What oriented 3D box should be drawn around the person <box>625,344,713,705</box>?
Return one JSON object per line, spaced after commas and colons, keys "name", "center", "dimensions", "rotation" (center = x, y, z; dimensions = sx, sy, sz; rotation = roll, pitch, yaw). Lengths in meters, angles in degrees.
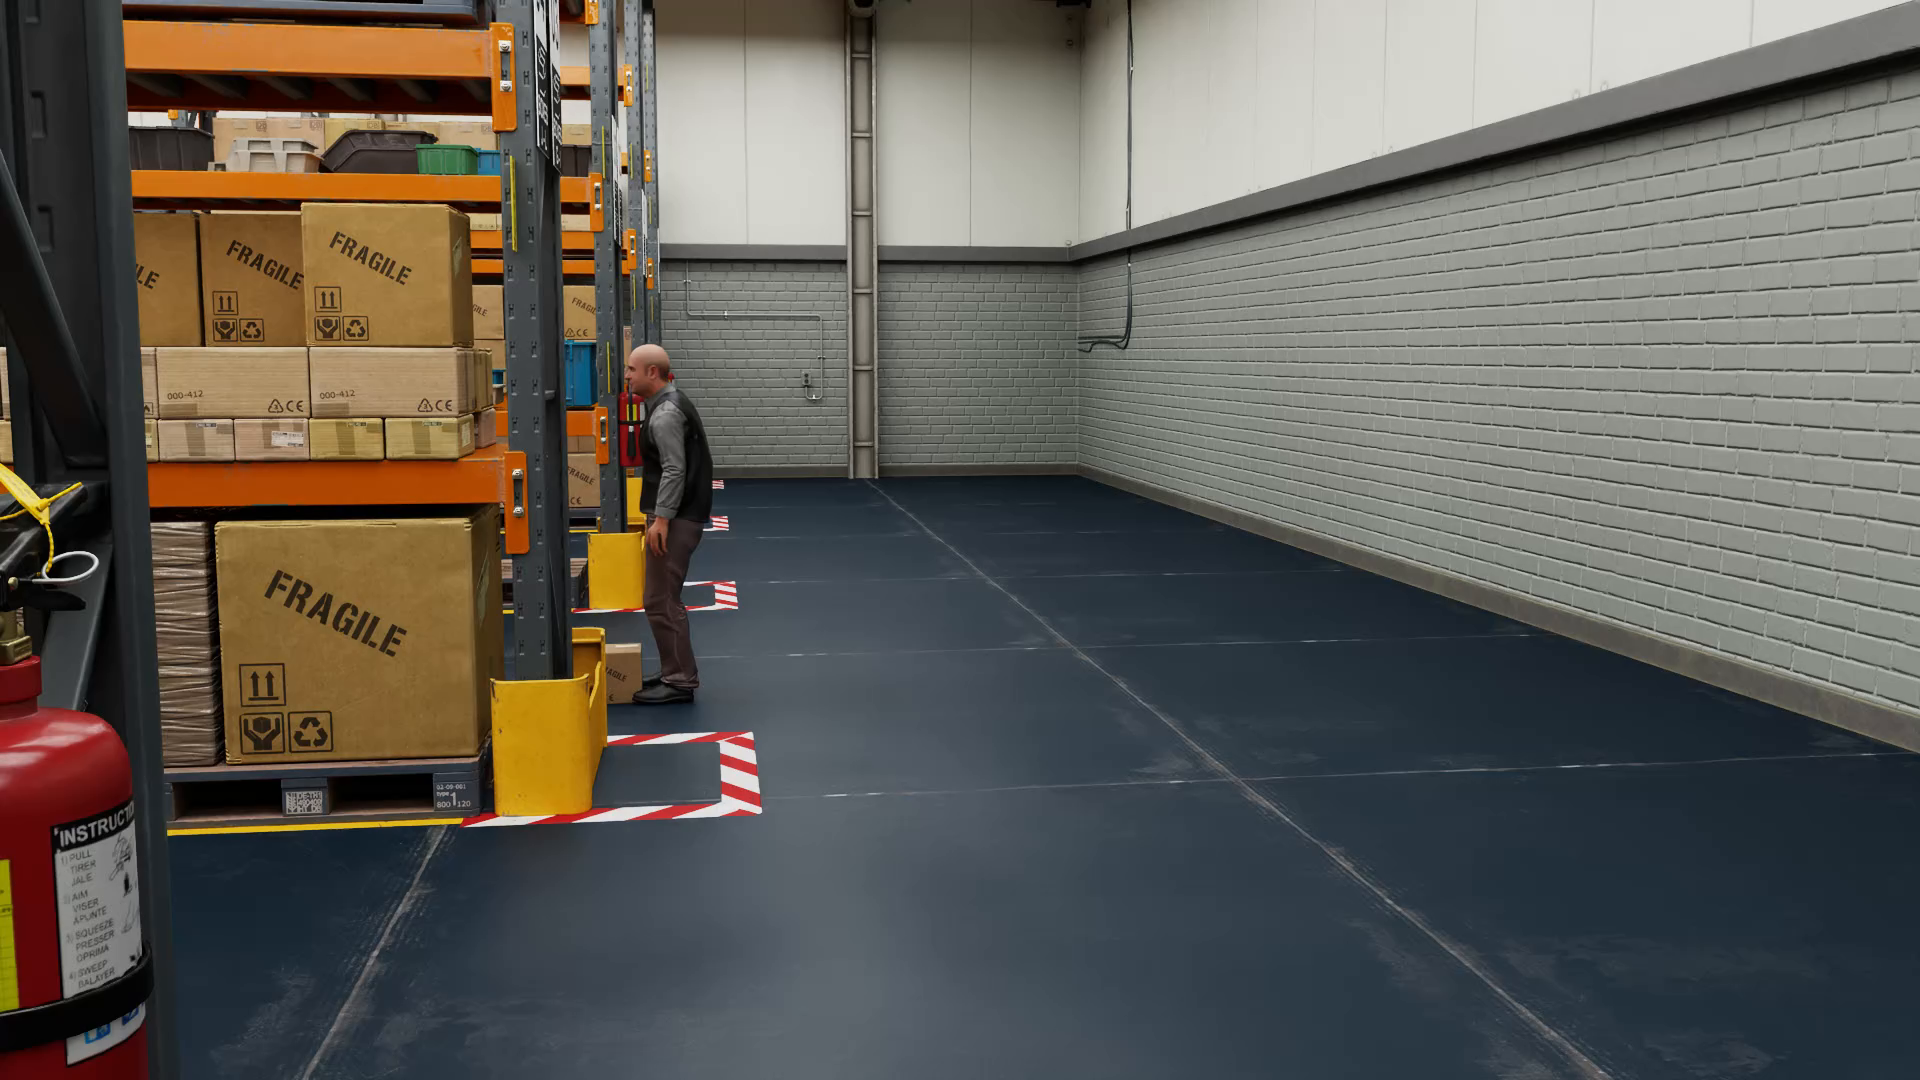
{"name": "person", "center": [-1.403, -0.085, 8.076], "dimensions": [0.412, 1.721, 0.582], "rotation": [-1, 7, -9]}
